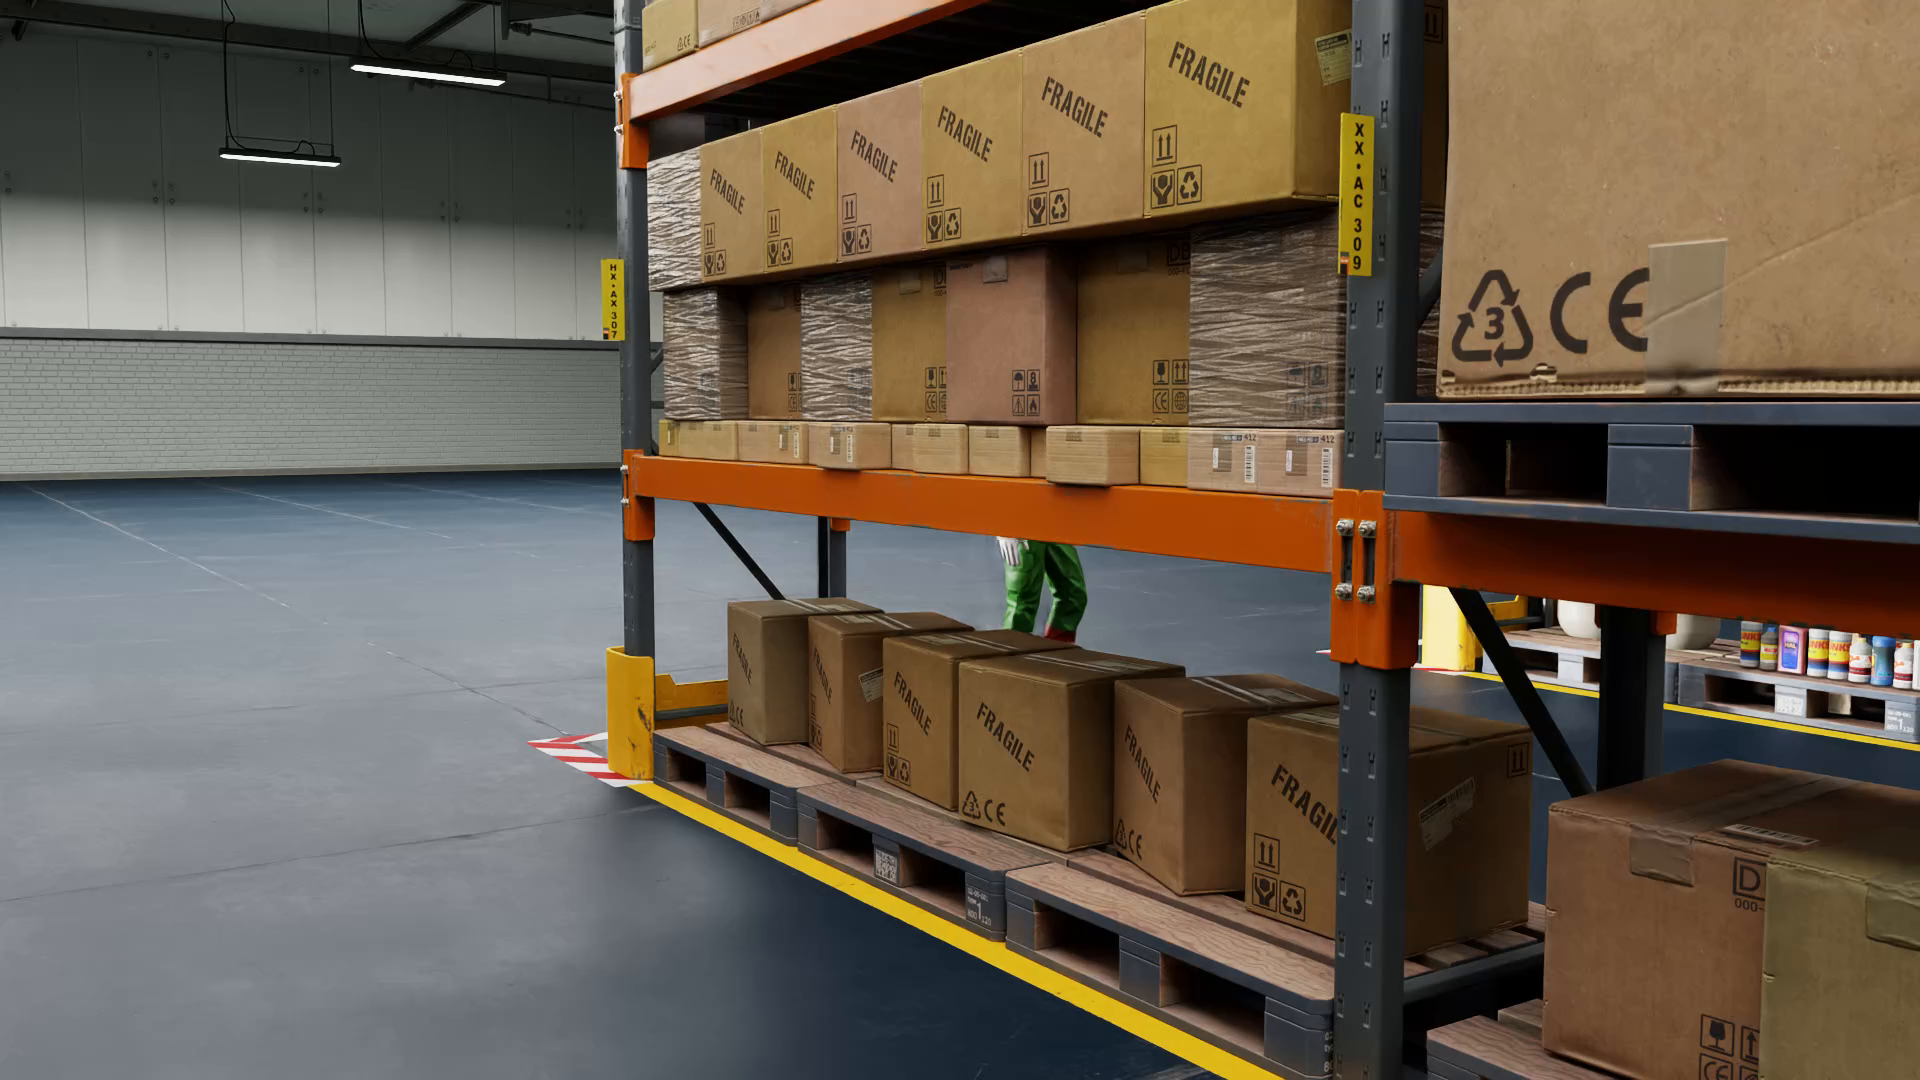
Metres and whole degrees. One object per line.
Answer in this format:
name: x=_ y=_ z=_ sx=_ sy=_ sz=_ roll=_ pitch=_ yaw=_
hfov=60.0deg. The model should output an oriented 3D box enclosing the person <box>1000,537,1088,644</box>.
person: x=0.384 y=-0.037 z=8.247 sx=0.398 sy=1.827 sz=0.580 roll=3 pitch=5 yaw=29
